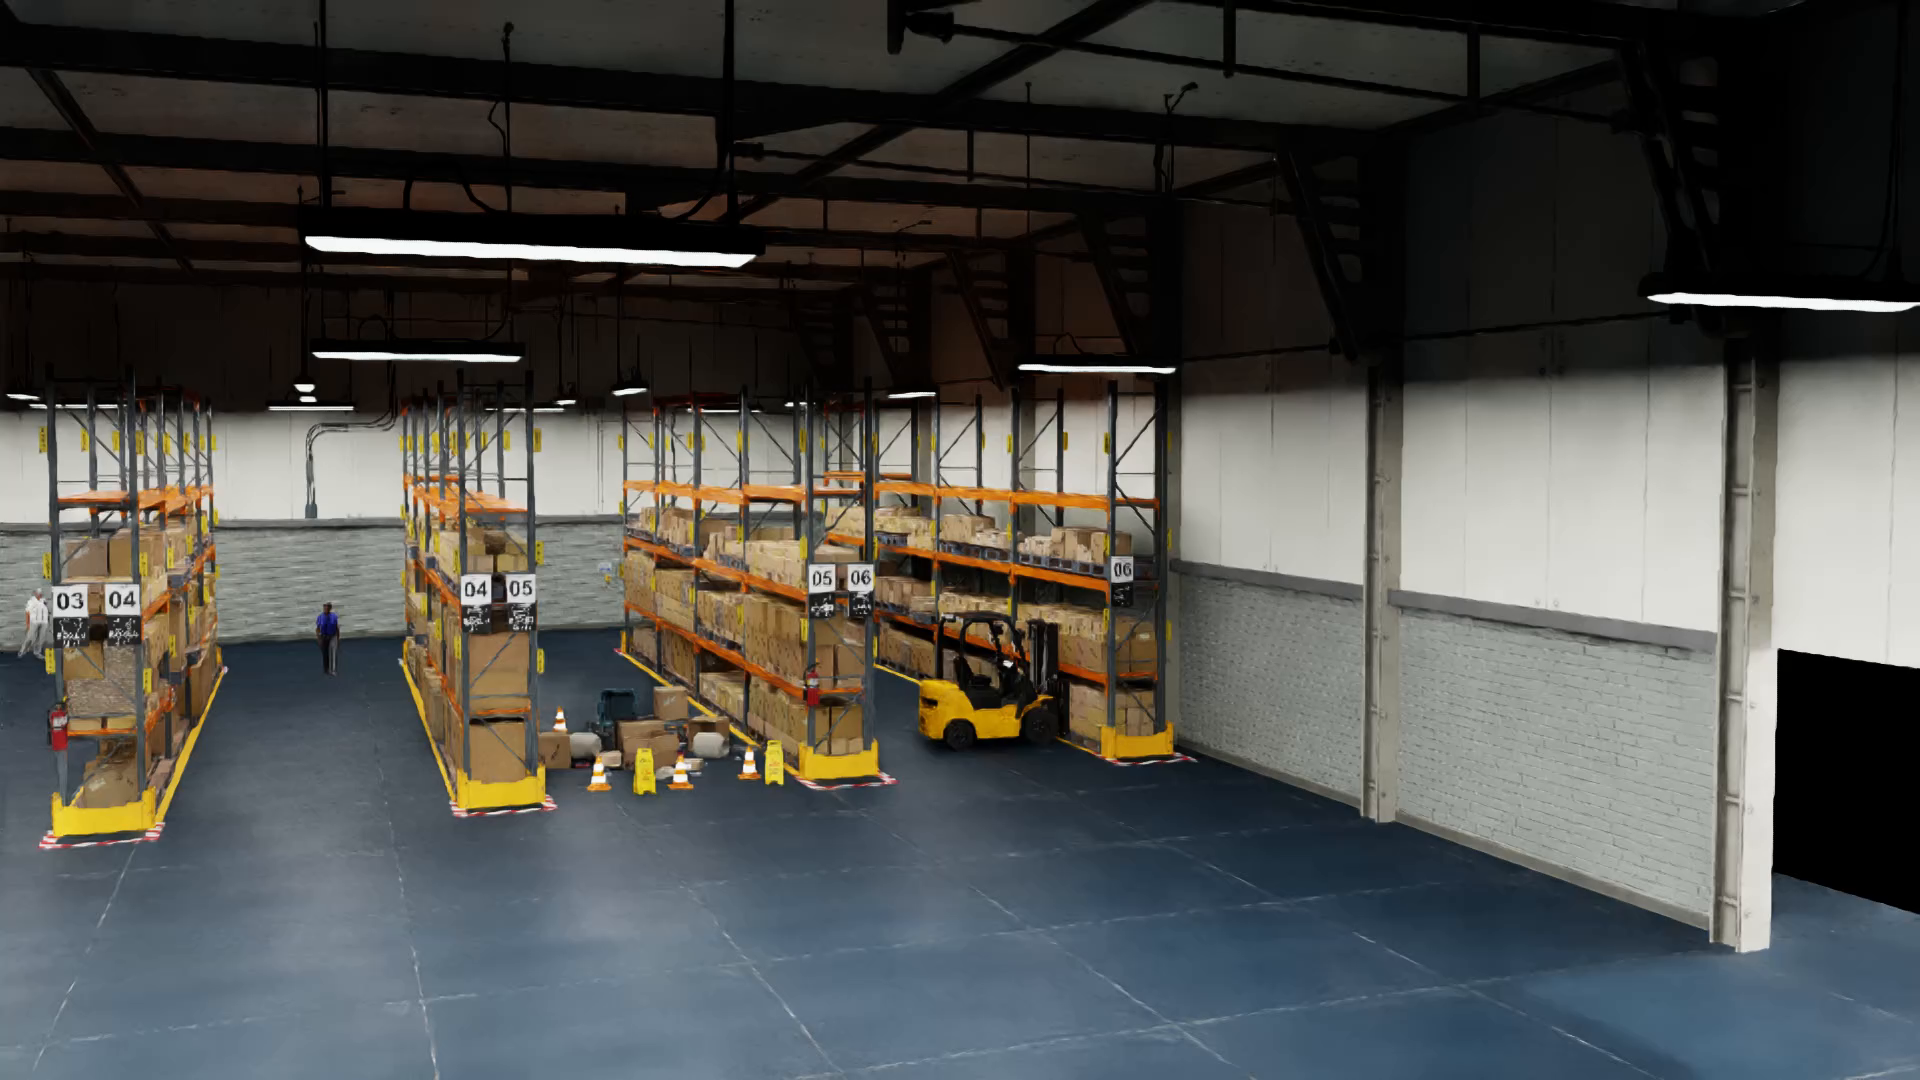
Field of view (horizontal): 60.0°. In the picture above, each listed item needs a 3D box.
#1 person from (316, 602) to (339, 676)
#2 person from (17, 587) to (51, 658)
[{"bbox_3d":[-13.602,2.101,35.766,0.447,1.559,1.088,-1,4,-19],"label":"person"},{"bbox_3d":[-21.471,1.923,38.510,0.531,1.656,0.656,2,4,28],"label":"person"}]
